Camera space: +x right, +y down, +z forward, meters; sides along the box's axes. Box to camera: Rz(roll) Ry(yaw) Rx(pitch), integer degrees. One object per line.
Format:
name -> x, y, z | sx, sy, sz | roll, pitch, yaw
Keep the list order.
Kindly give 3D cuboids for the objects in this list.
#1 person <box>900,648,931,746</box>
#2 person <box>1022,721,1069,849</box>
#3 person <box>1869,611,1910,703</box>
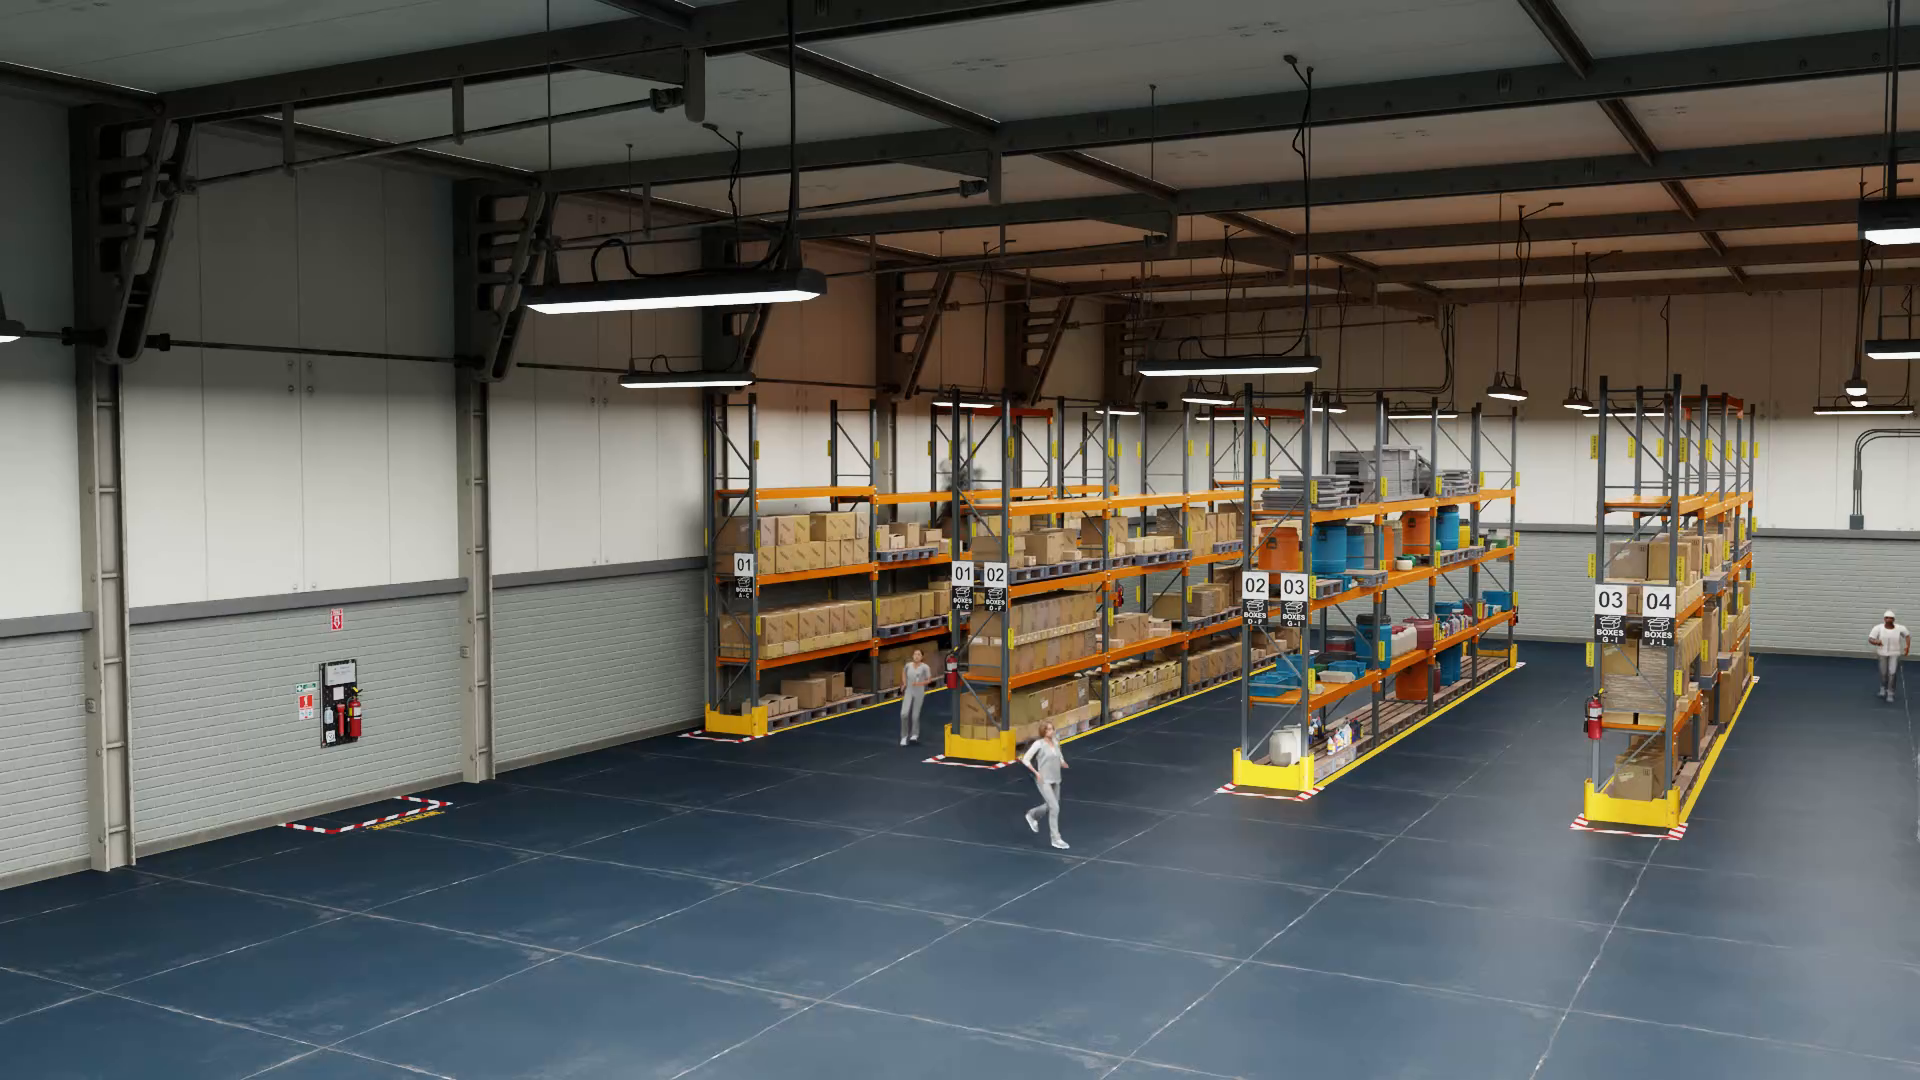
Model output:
person -> -0.753, 2.666, 28.284 | 0.550, 1.692, 0.712 | 1, 3, 11
person -> 1.088, 3.071, 21.065 | 0.547, 1.569, 0.822 | -3, 4, -42
person -> 18.591, 2.322, 33.289 | 0.721, 1.814, 0.832 | 2, 4, 31
